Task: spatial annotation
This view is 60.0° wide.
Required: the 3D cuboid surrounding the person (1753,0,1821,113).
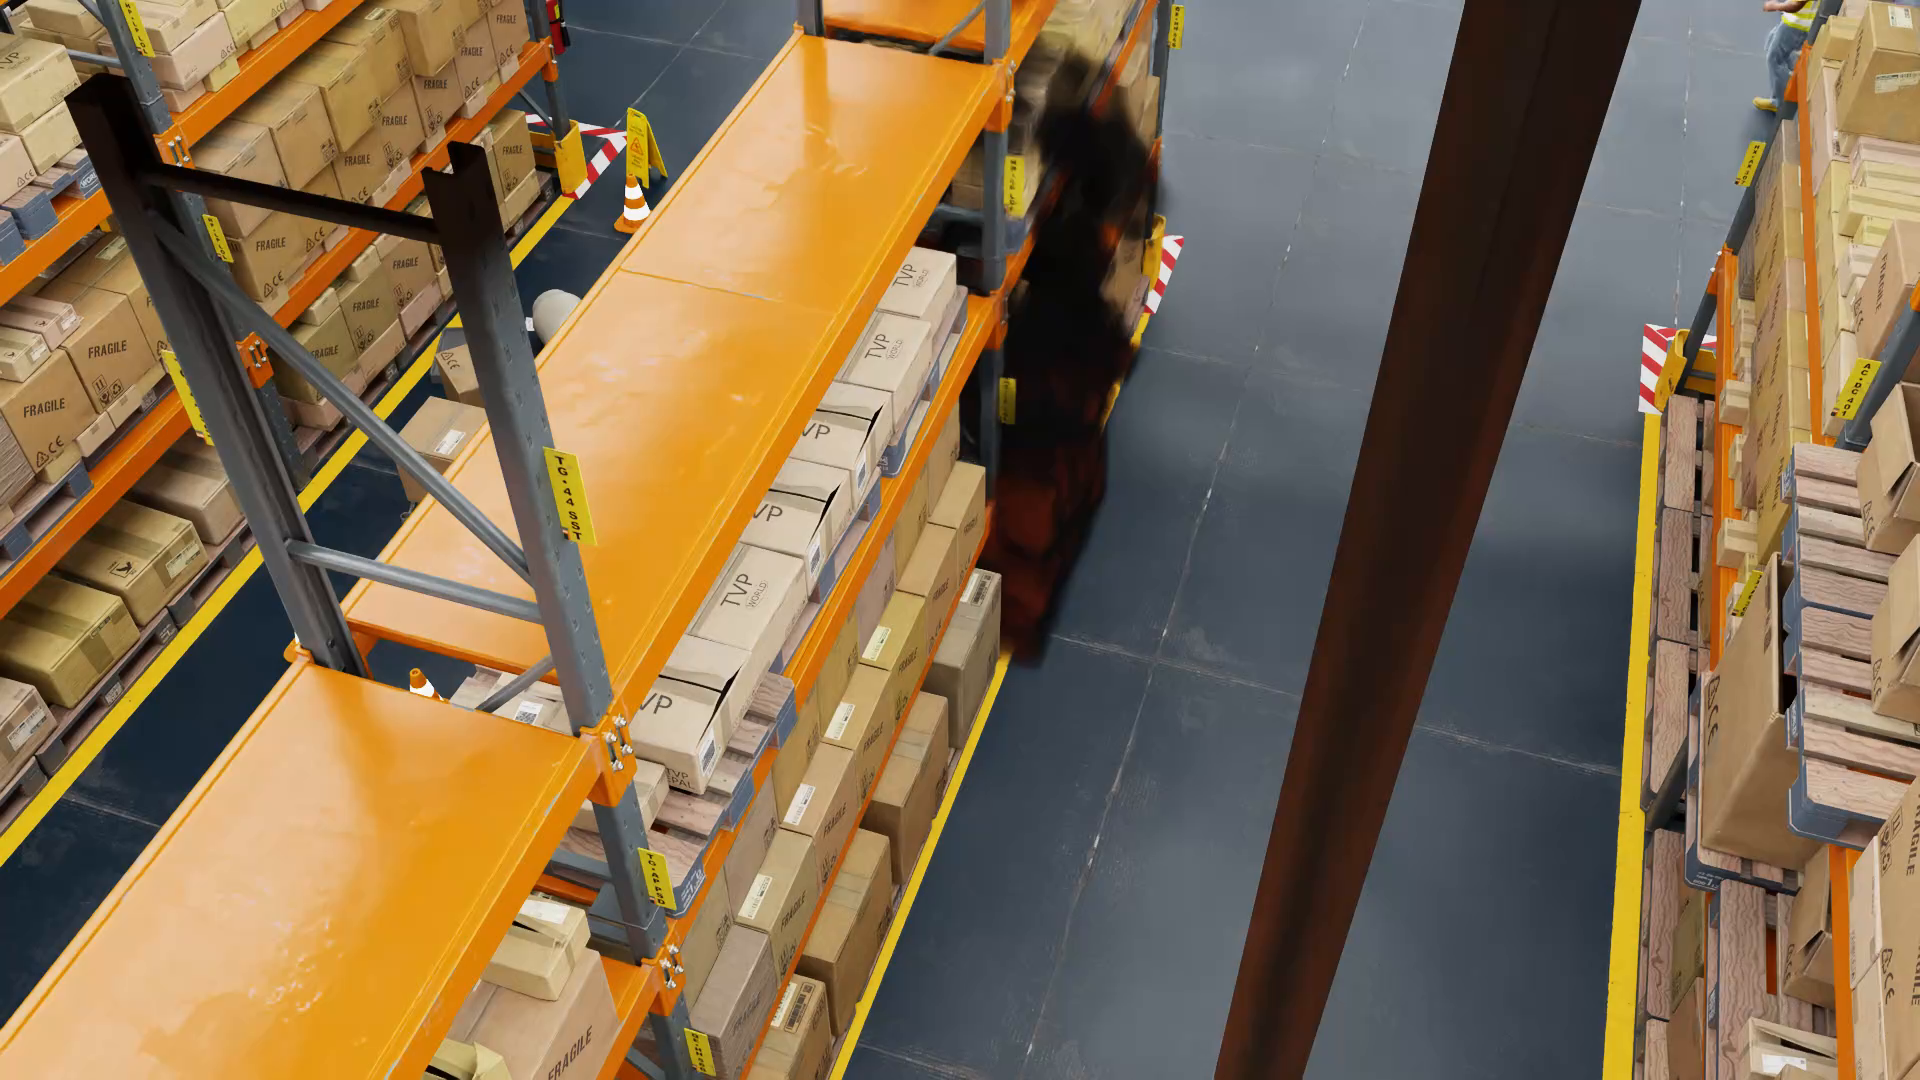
[{"bbox_3d":[7.231,-4.493,14.316,0.712,1.730,0.575,-33,54,-28],"label":"person"}]
